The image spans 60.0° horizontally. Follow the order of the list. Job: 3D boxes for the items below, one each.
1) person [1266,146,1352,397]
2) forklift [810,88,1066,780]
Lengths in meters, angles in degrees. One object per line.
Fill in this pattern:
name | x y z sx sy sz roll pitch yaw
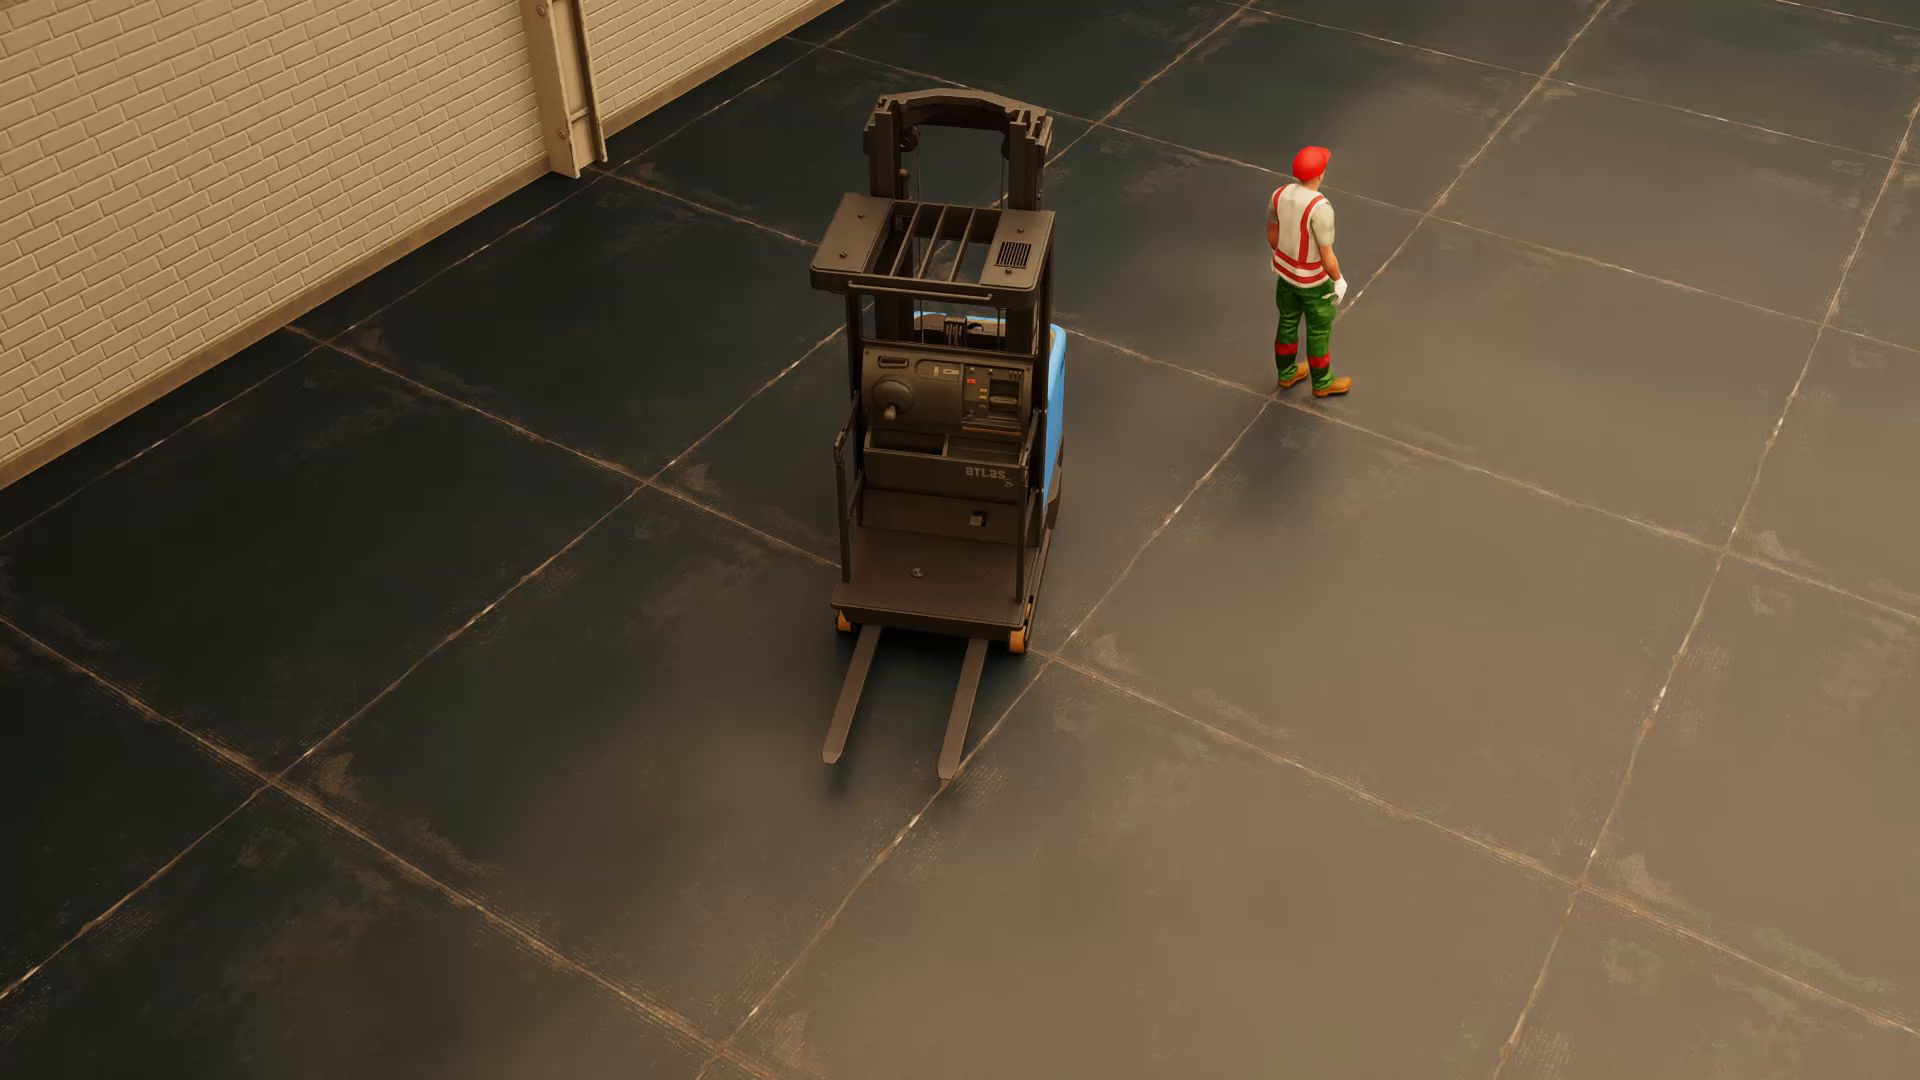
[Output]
person | 2.322 -1.782 10.944 0.560 1.788 0.637 -24 46 -26
forklift | -0.108 -0.731 8.830 1.130 2.935 3.031 7 41 8
